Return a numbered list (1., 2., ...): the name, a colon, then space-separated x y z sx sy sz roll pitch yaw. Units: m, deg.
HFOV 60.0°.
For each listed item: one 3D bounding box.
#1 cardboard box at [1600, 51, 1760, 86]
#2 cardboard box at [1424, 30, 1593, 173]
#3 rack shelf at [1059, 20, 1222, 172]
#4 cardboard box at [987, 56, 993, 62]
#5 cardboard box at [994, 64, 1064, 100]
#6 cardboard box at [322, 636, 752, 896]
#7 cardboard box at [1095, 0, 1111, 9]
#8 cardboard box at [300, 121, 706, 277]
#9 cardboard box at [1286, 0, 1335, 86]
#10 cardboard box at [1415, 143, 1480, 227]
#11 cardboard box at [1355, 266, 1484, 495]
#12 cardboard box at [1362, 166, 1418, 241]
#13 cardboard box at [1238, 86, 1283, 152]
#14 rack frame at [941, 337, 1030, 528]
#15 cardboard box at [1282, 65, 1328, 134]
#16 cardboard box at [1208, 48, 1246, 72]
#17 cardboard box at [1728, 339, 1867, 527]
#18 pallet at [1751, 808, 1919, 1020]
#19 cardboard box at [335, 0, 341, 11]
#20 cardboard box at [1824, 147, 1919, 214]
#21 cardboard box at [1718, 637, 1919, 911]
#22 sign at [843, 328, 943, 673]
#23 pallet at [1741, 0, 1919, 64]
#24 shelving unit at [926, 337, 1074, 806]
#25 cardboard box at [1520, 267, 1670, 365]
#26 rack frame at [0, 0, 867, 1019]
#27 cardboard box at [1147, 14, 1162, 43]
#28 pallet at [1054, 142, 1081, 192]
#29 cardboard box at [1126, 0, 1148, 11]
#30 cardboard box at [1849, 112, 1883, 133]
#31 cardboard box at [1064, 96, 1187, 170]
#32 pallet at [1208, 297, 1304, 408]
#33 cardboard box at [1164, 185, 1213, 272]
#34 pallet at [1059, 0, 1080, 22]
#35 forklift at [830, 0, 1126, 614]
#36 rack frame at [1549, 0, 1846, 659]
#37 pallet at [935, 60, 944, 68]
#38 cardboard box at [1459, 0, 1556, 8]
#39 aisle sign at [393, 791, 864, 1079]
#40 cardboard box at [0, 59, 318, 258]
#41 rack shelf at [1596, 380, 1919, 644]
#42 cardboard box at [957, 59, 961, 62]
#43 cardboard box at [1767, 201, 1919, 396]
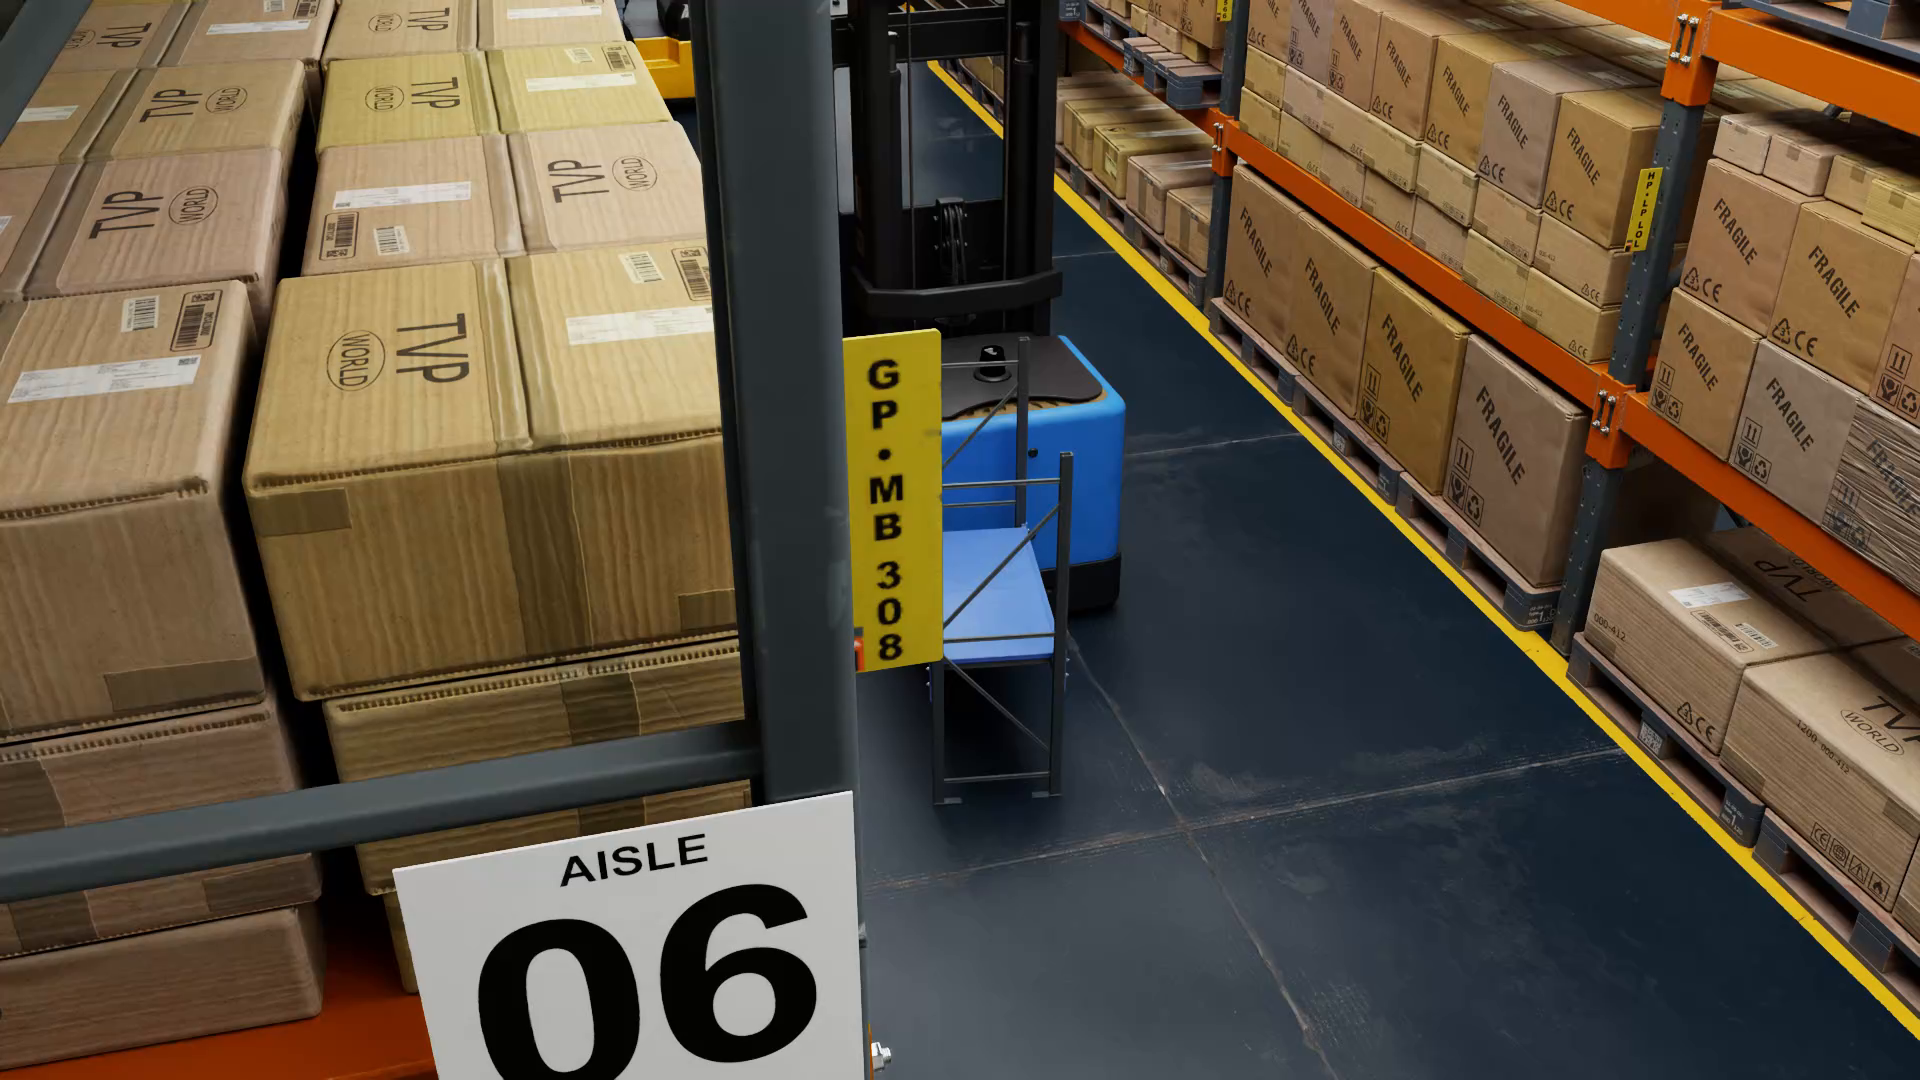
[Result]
1. cardboard box: 3.134 -1.839 7.335 0.500 0.500 0.500 -8 31 -14
2. cardboard box: 2.515 -2.025 7.657 0.500 0.500 0.500 -7 31 -12
3. rack shelf: 1.543 -3.457 11.946 1.077 0.370 4.000 -8 31 -13
4. cardboard box: 0.460 -4.546 14.687 0.500 0.500 0.500 -7 31 -12
5. cardboard box: 0.596 -3.976 14.450 0.500 0.250 0.500 -6 31 -11
6. cardboard box: -0.442 0.111 1.923 0.500 0.250 0.500 -8 31 -14
7. cardboard box: 1.173 -3.865 11.765 0.380 0.149 0.250 -7 31 -11
8. cardboard box: -0.580 -0.351 2.221 0.500 0.250 0.500 -8 31 -14
9. cardboard box: 2.110 -2.769 8.942 0.500 0.500 0.500 -8 31 -13
10. cardboard box: 2.501 -1.692 7.830 0.500 0.250 0.500 -7 31 -12
11. cardboard box: 2.647 -0.857 8.437 0.875 0.875 0.875 -7 31 -12
12. cardboard box: 2.382 -1.730 8.394 0.500 0.250 0.500 -8 31 -13
13. cardboard box: 1.961 -2.468 9.669 0.500 0.250 0.500 -8 31 -14
14. rack frame: 0.029 -0.143 7.000 0.500 1.500 0.032 -3 30 -6
15. cardboard box: 2.106 -2.426 9.098 0.500 0.250 0.500 -7 31 -12
16. cardboard box: 1.760 -3.002 10.274 0.380 0.149 0.250 -7 31 -11
17. cardboard box: 3.137 -0.409 5.862 0.500 0.500 0.500 -8 31 -13
18. pallet: 3.589 1.304 5.786 1.003 0.211 1.213 -8 31 -13
19. cardboard box: -1.014 -1.085 3.490 0.500 0.250 0.500 -7 31 -12
20. cardboard box: 3.161 -1.201 5.585 0.380 0.149 0.250 -8 31 -14
21. cardboard box: 3.437 0.807 6.001 0.875 0.438 0.875 -9 31 -15
22. sign: -0.064 -0.025 1.433 0.100 0.325 0.005 -8 31 -13
23. pallet: 3.343 -1.734 5.345 1.003 0.211 1.213 -8 31 -13
24. shelving unit: 0.086 0.110 6.563 0.538 1.500 1.048 -3 30 -6
25. cardboard box: 2.773 -0.989 7.113 0.500 0.250 0.500 -9 31 -14
26. rack frame: -0.587 -0.873 0.776 1.000 3.000 0.127 -8 31 -13
27. cardboard box: 1.450 -3.361 10.893 0.380 0.149 0.250 -9 31 -16
28. pallet: 1.220 -3.152 13.484 1.003 0.211 1.213 -8 31 -13
29. cardboard box: 1.402 -3.831 11.058 0.500 0.500 0.500 -10 32 -17
30. cardboard box: 3.524 -1.521 6.138 0.380 0.149 0.250 -8 31 -14
31. cardboard box: 1.348 -3.179 12.952 0.950 0.372 0.625 -6 31 -10
32. pallet: 2.210 -1.205 10.121 1.003 0.211 1.213 -8 31 -13
33. cardboard box: 1.933 -2.121 11.124 0.950 0.372 0.625 -10 32 -17
34. pallet: 1.075 -4.263 12.812 1.003 0.211 1.213 -8 31 -13
35. forklift: -0.184 -1.570 8.037 1.130 2.935 3.031 -9 31 -15
36. rack frame: 3.135 -0.870 6.759 1.000 3.000 0.127 -8 31 -13
37. pallet: 0.152 -5.026 16.722 1.003 0.211 1.213 -8 31 -13
38. cardboard box: 2.733 -2.576 8.608 0.500 0.500 0.500 -8 31 -13
39. aisle sign: -0.286 0.592 1.638 0.394 0.787 0.004 -8 31 -13
40. cardboard box: -1.259 -0.532 2.533 0.500 0.250 0.500 -8 31 -13
41. rack shelf: 3.666 0.407 5.271 1.077 0.370 4.000 -8 31 -13
42. cardboard box: 0.183 -4.722 15.740 0.500 0.250 0.500 -6 31 -10
43. cardboard box: 3.156 -0.839 5.608 0.500 0.500 0.500 -8 31 -14
